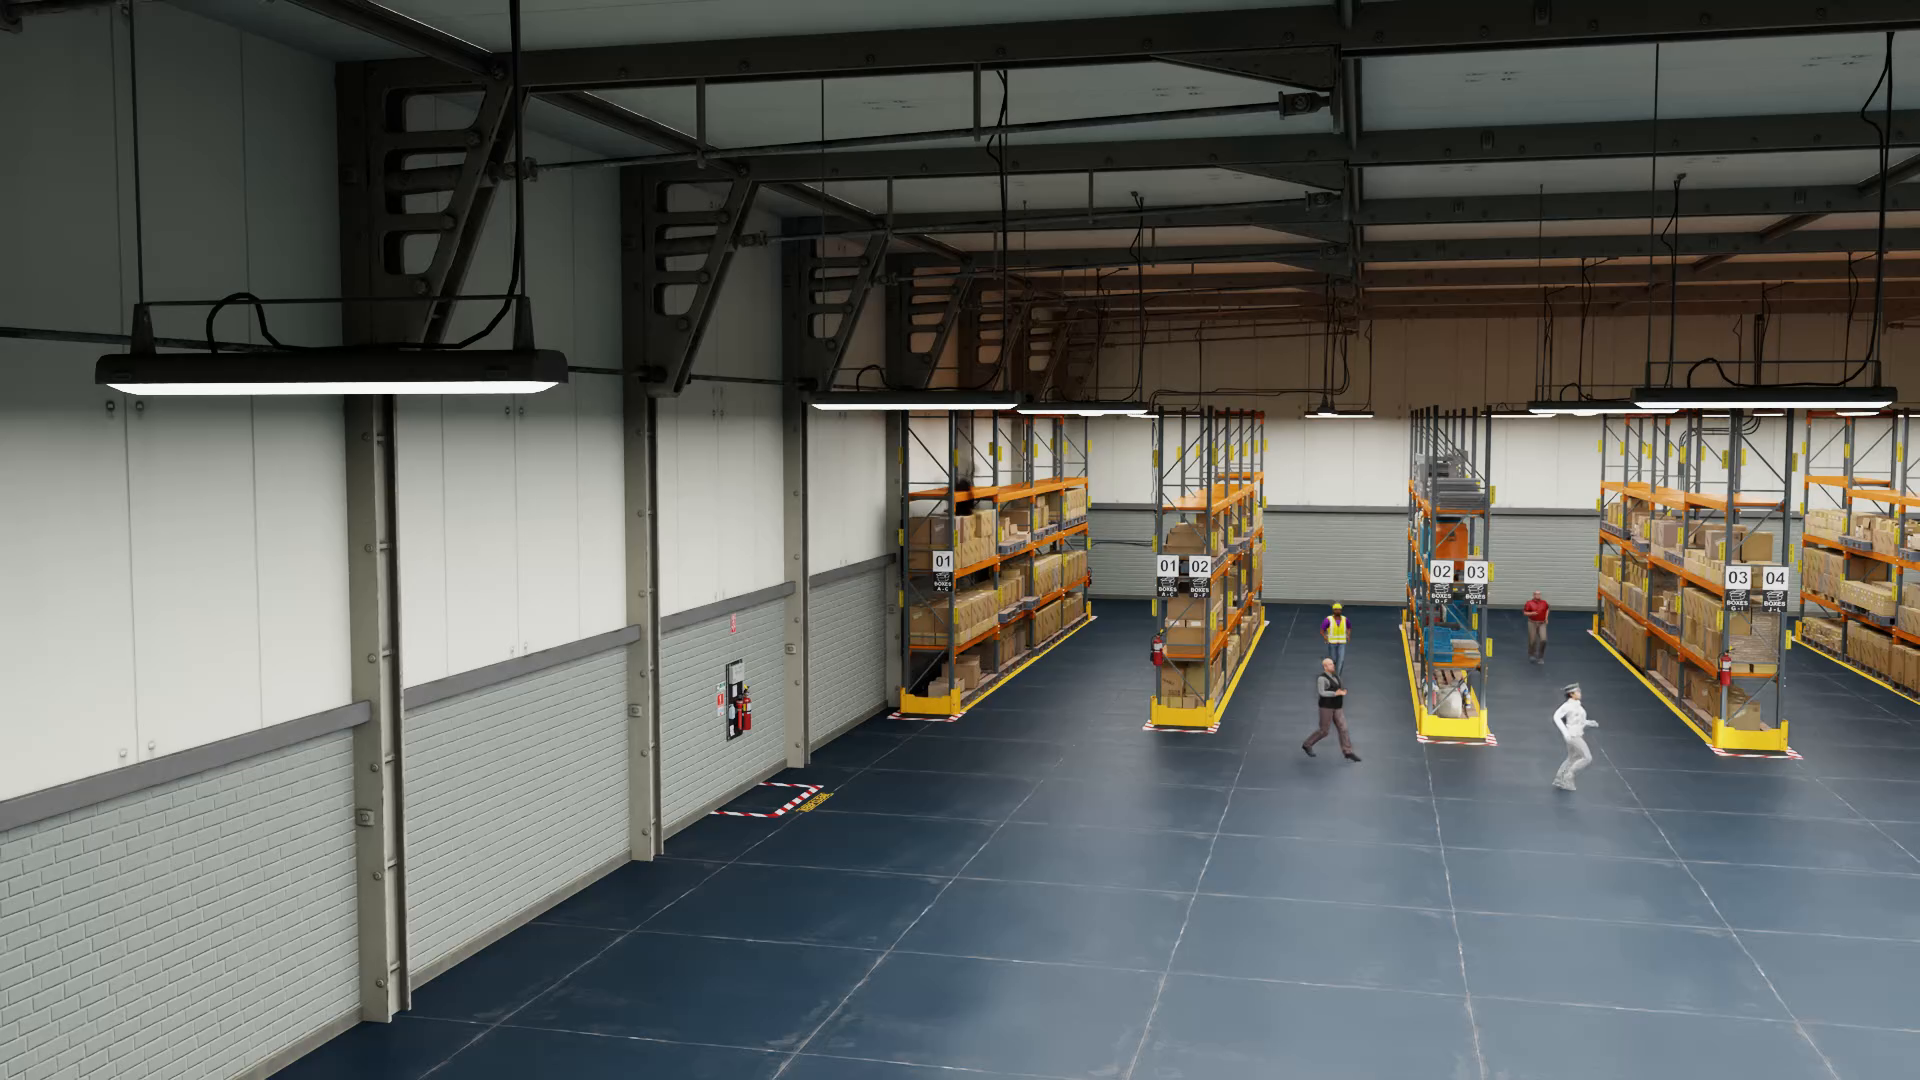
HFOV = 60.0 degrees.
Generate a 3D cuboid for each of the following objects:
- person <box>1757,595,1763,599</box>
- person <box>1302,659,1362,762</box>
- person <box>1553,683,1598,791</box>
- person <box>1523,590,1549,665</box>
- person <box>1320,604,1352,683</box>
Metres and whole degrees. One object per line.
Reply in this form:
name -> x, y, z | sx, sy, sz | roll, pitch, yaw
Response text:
person -> 20.172, 1.909, 41.590 | 0.583, 1.713, 0.892 | 2, 4, 21
person -> 6.256, 2.839, 27.938 | 1.025, 1.692, 0.665 | 4, 6, 44
person -> 9.502, 3.035, 25.662 | 0.654, 1.677, 0.593 | 2, 5, 31
person -> 13.604, 2.066, 39.199 | 0.640, 1.786, 0.726 | 0, 4, 6
person -> 8.240, 2.255, 36.350 | 0.700, 1.738, 0.801 | 0, 4, 0
